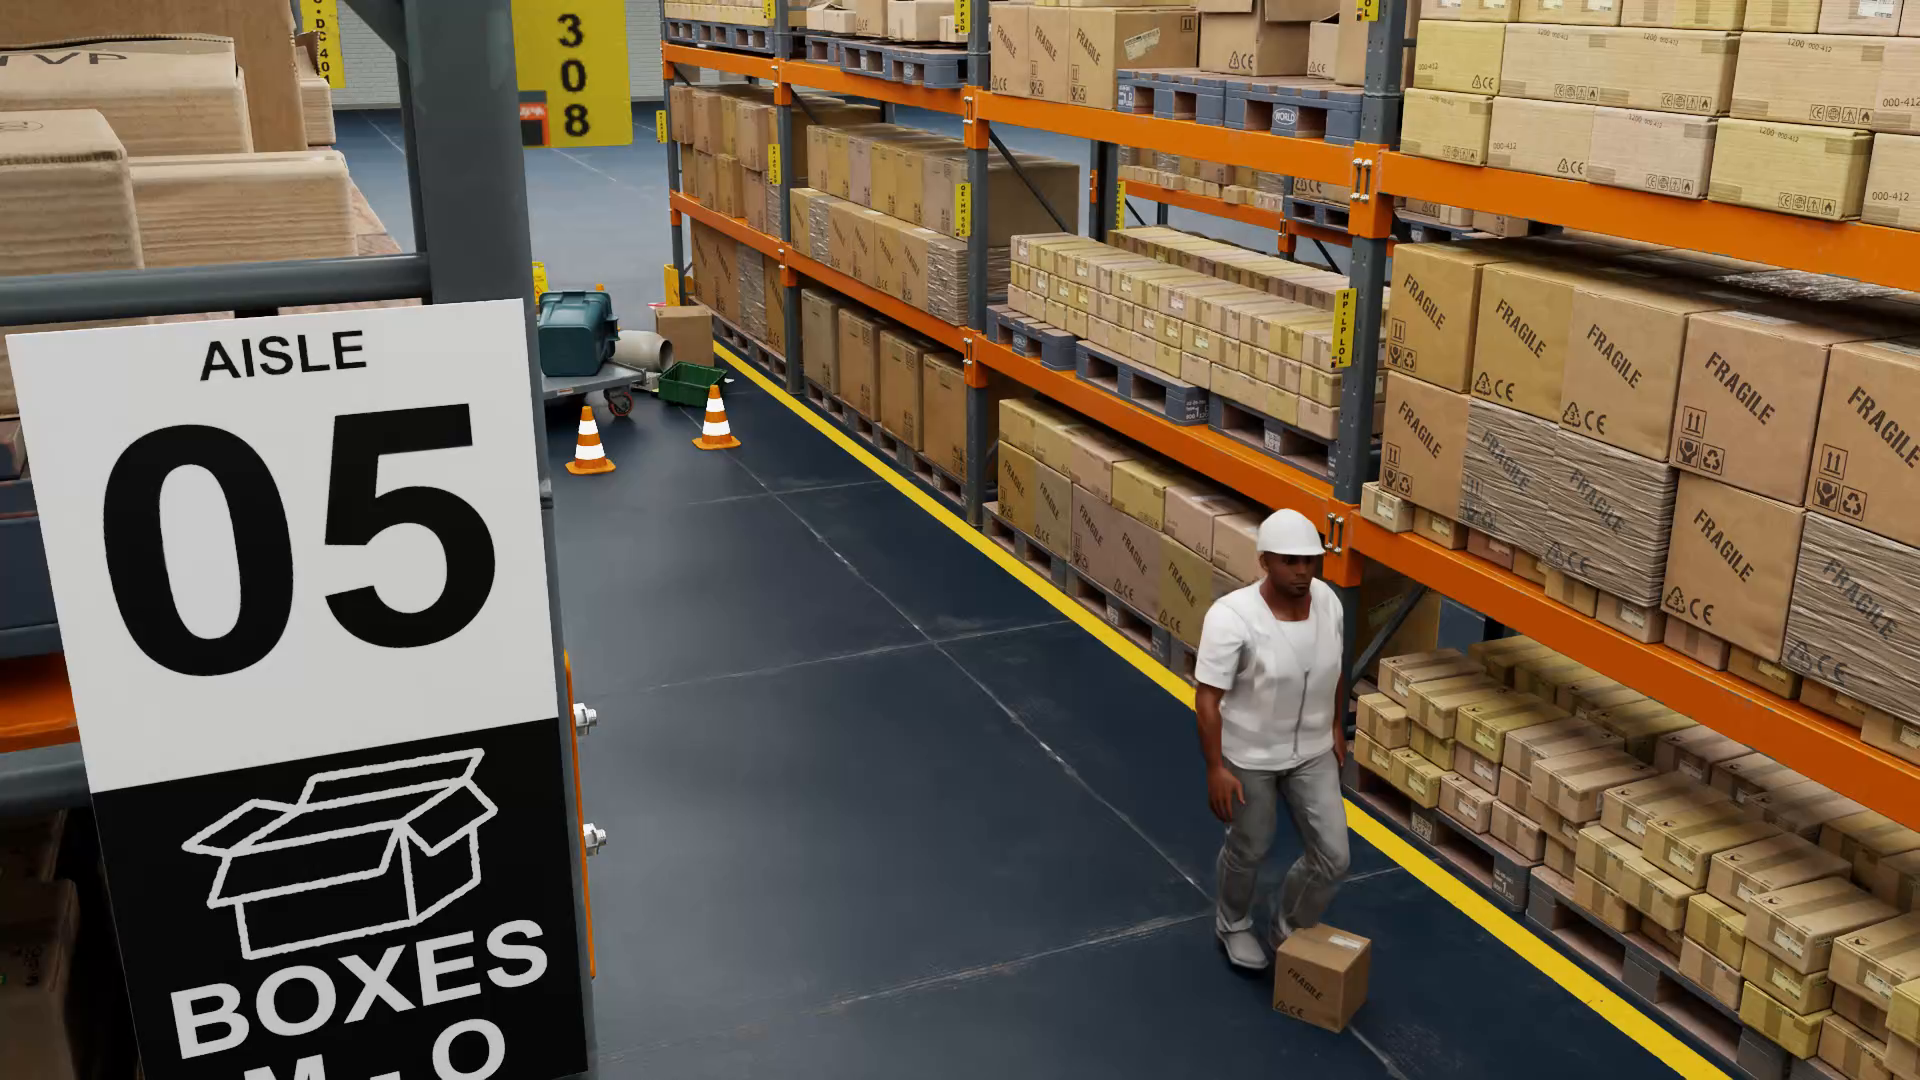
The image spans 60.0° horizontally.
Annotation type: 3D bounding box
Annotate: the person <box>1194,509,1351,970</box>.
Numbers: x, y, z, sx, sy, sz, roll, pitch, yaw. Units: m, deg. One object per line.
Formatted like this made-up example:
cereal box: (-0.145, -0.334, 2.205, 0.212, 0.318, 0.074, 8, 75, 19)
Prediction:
person: (1.103, 0.754, 5.804, 0.653, 1.798, 0.549, -6, 20, -18)
